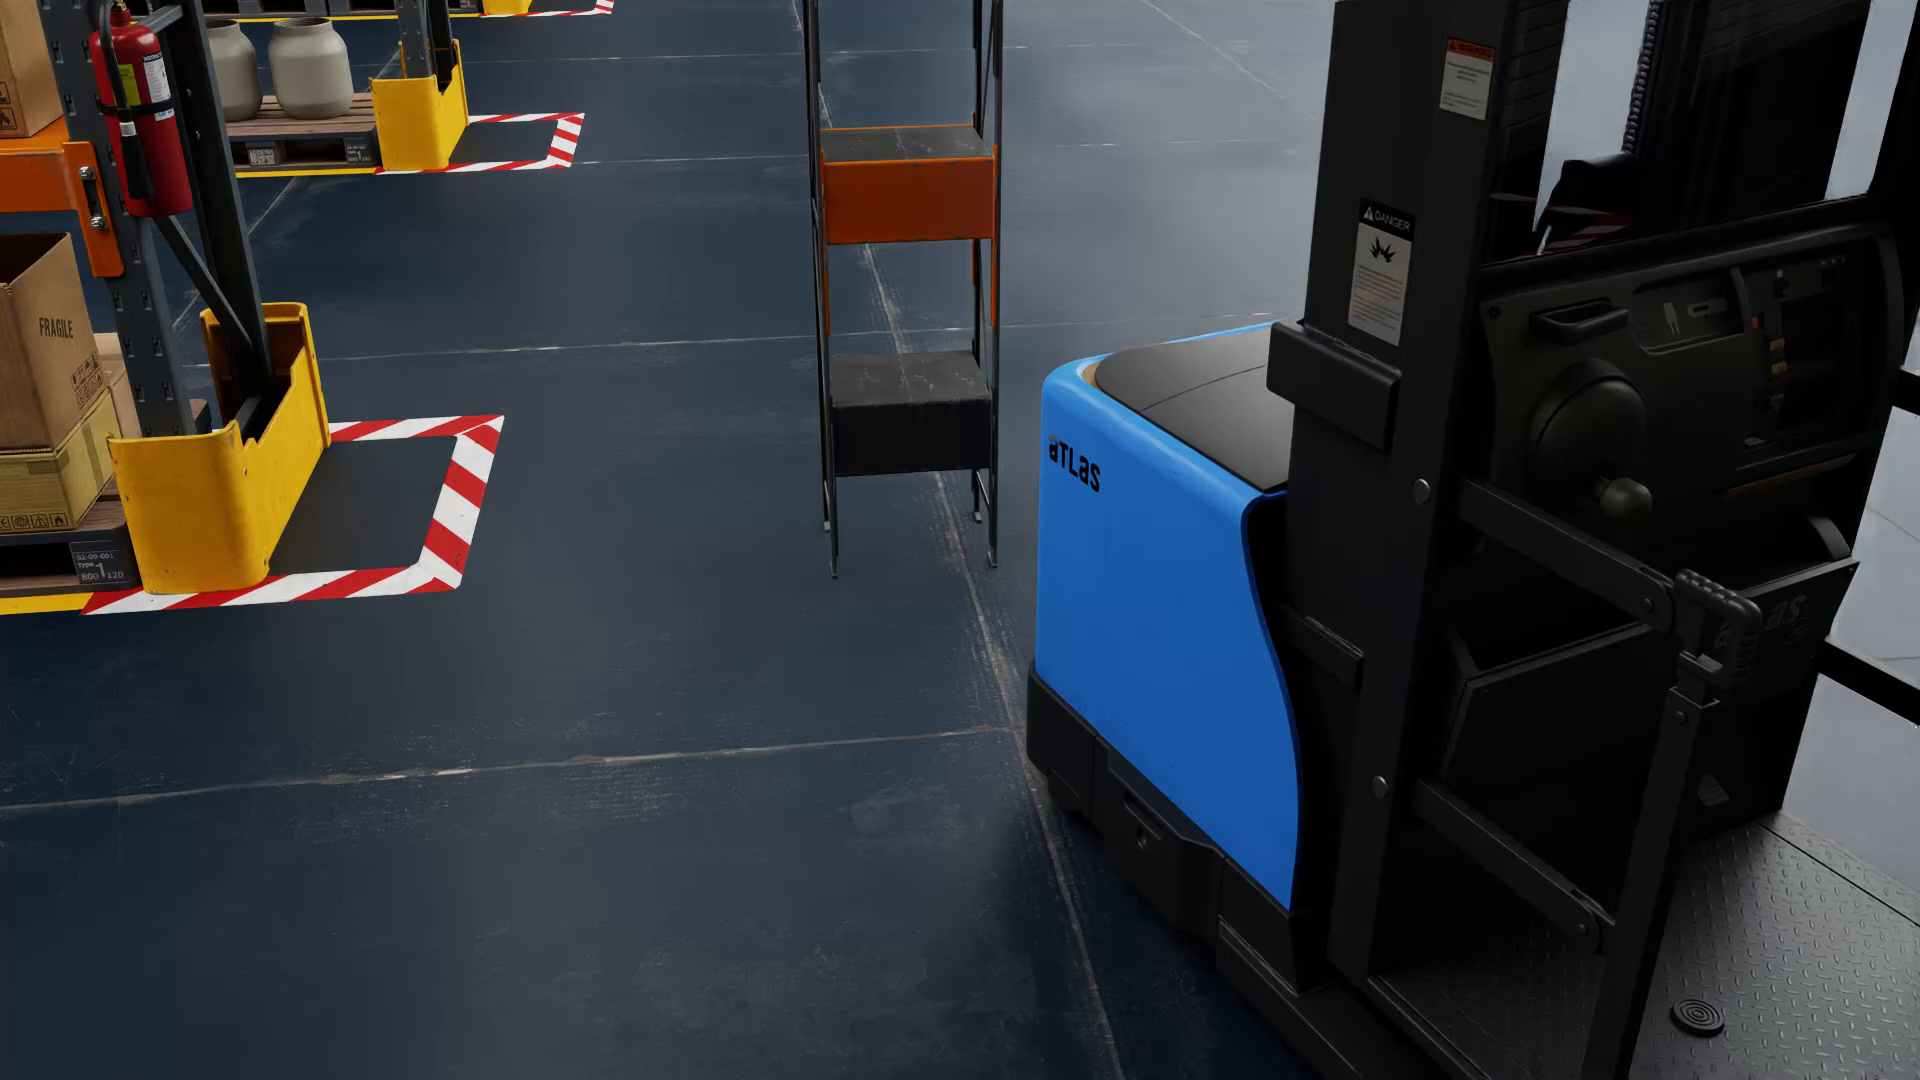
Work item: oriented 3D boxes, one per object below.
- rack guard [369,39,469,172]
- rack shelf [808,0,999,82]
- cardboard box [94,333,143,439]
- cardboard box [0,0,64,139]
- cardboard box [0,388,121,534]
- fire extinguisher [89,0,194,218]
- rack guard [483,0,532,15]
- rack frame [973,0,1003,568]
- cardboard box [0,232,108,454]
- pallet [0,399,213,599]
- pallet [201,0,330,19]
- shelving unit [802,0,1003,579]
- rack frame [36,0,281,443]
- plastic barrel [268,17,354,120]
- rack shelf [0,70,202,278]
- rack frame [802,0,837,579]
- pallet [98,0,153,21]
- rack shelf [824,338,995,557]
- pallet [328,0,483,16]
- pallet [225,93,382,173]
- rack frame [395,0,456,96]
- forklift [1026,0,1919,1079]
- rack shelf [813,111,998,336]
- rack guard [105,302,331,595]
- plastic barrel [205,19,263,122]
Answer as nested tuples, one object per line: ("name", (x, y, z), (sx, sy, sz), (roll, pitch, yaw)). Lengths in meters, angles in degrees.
("rack guard", (-3.123, -2.541, 9.655), (0.348, 0.500, 1.175), (-4, 27, -7))
("rack shelf", (-0.164, -1.534, 4.437), (0.480, 0.518, 0.431), (-4, 27, -7))
("cardboard box", (-2.930, -0.470, 5.432), (0.500, 0.250, 0.500), (-4, 27, -7))
("cardboard box", (-2.832, -1.461, 4.701), (0.500, 0.500, 0.700), (-4, 27, -7))
("cardboard box", (-2.857, -0.236, 4.976), (0.500, 0.250, 0.500), (-4, 27, -7))
("fire extinguisher", (-2.186, -1.203, 4.394), (0.183, 0.674, 0.296), (-4, 27, -7))
("rack guard", (-3.819, -4.802, 14.060), (0.348, 0.500, 1.175), (-4, 27, -7))
("rack frame", (0.078, -0.939, 4.780), (0.015, 2.100, 0.400), (-4, 27, -7))
("cardboard box", (-2.857, -0.569, 4.803), (0.500, 0.500, 0.500), (-4, 27, -7))
("pallet", (-3.119, -0.132, 5.276), (1.213, 0.211, 1.003), (-4, 27, -7))
("pallet", (-5.834, -4.561, 13.908), (1.213, 0.211, 1.003), (-4, 27, -7))
("shelving unit", (-0.164, -0.924, 4.750), (0.503, 2.100, 0.431), (-4, 27, -7))
("rack frame", (-2.367, -1.440, 4.771), (0.127, 3.000, 1.000), (-4, 27, -7))
("plastic barrel", (-3.695, -2.683, 9.459), (0.421, 0.512, 0.421), (0, 27, 0))
("rack shelf", (-4.348, -0.993, 4.687), (4.000, 0.370, 1.077), (-4, 27, -7))
("rack frame", (-0.406, -0.908, 4.720), (0.015, 2.100, 0.400), (-4, 27, -7))
("pallet", (-7.045, -4.482, 13.754), (1.213, 0.211, 1.003), (-4, 27, -7))
("rack shelf", (-0.164, -0.289, 5.076), (0.480, 0.518, 0.431), (-4, 27, -7))
("pallet", (-4.629, -4.637, 14.057), (1.213, 0.211, 1.003), (-4, 27, -7))
("pallet", (-3.928, -2.364, 9.625), (1.213, 0.211, 1.003), (-4, 27, -7))
("rack frame", (-3.054, -3.680, 9.135), (0.127, 3.000, 1.000), (-4, 27, -7))
("forklift", (1.293, -0.241, 2.509), (1.130, 2.935, 3.031), (-13, 30, -24))
("rack shelf", (-0.164, -0.912, 4.756), (0.480, 0.518, 0.431), (-4, 27, -7))
("rack guard", (-2.344, -0.329, 5.344), (0.348, 0.500, 1.175), (-4, 27, -7))
("plastic barrel", (-4.191, -2.651, 9.396), (0.421, 0.512, 0.421), (0, 27, 0))
